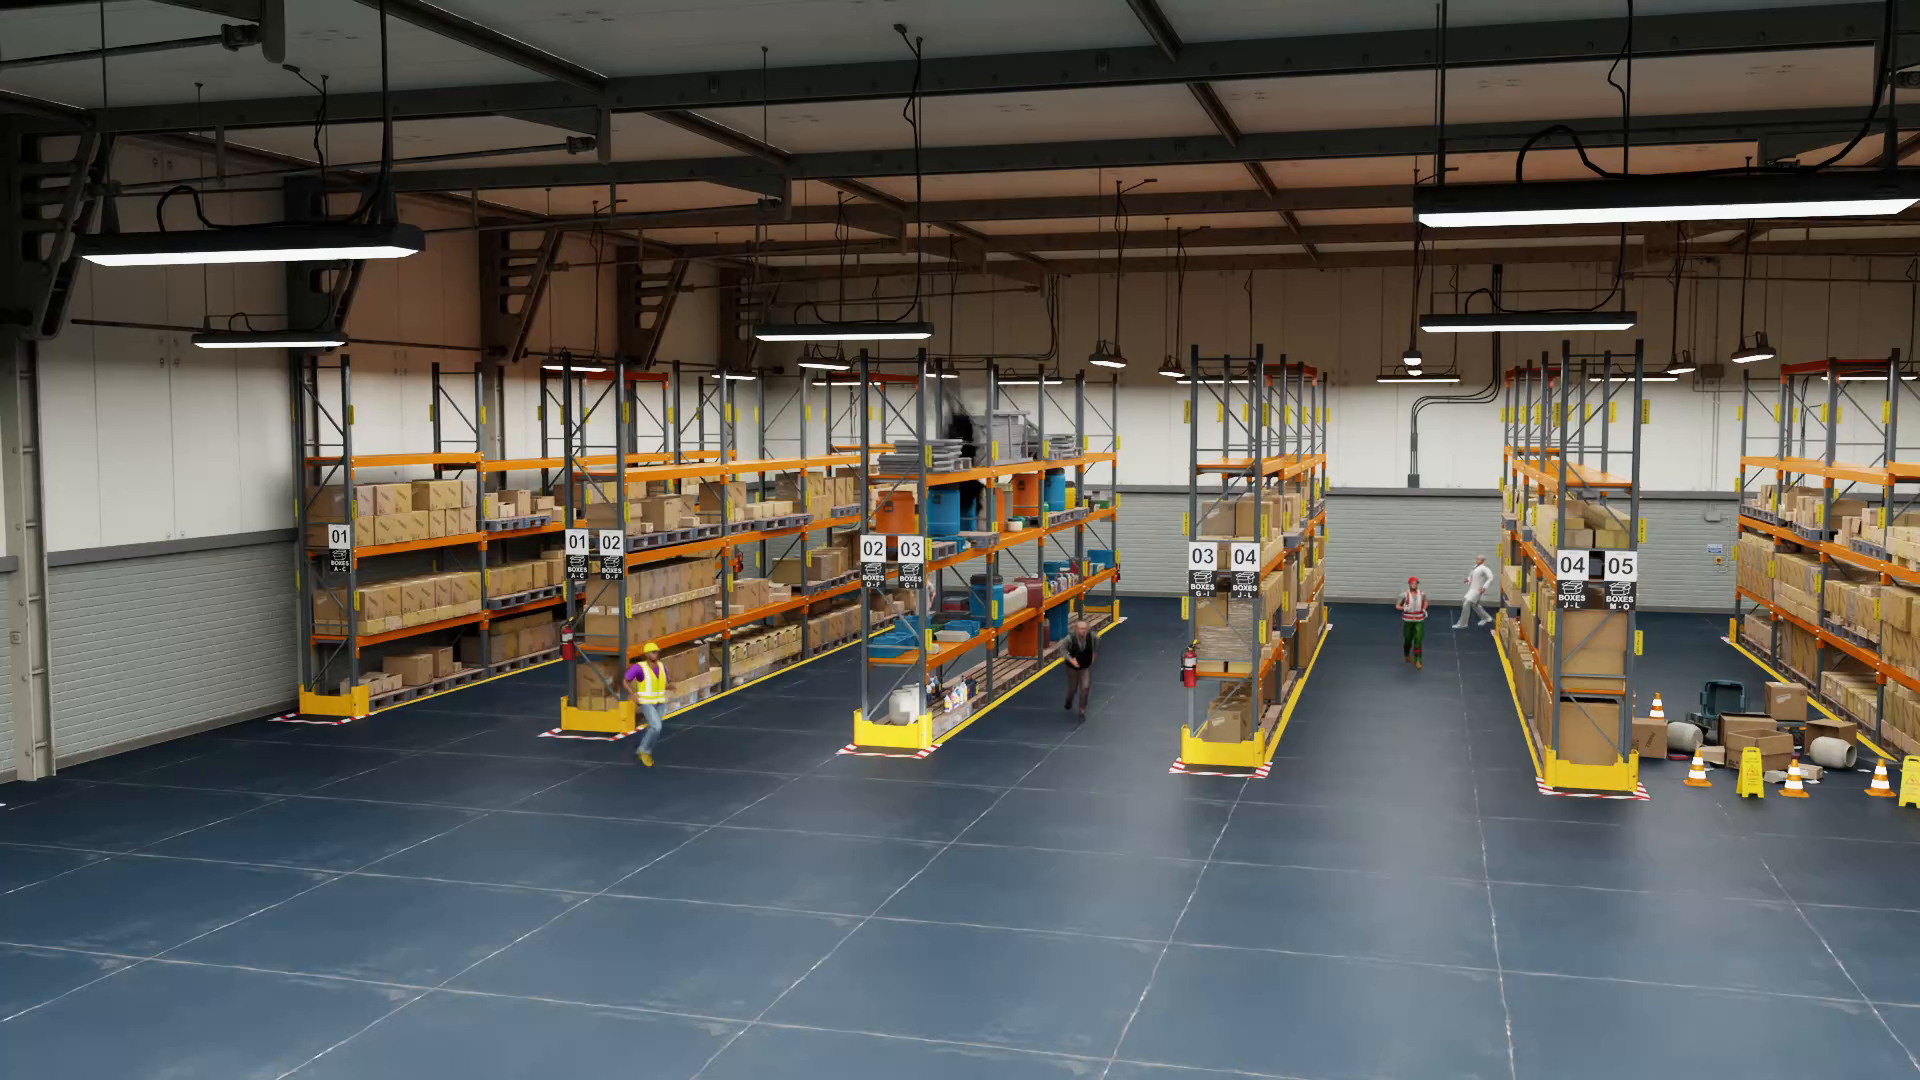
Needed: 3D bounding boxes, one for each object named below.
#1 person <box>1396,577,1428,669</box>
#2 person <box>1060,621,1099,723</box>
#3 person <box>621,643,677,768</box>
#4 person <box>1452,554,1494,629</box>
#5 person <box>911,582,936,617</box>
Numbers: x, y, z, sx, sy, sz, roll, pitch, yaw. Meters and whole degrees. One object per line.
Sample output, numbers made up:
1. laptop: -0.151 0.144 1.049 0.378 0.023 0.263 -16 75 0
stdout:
1. person: 8.958 1.611 32.898 0.657 1.776 0.933 0 4 4
2. person: 1.942 2.138 27.523 0.696 1.680 1.008 -1 4 -13
3. person: -4.396 2.351 23.749 0.705 1.776 0.673 3 5 37
4. person: 12.025 1.211 38.821 0.967 1.762 0.762 0 4 2
5. person: -0.815 1.461 36.525 0.565 1.633 0.599 1 4 12
